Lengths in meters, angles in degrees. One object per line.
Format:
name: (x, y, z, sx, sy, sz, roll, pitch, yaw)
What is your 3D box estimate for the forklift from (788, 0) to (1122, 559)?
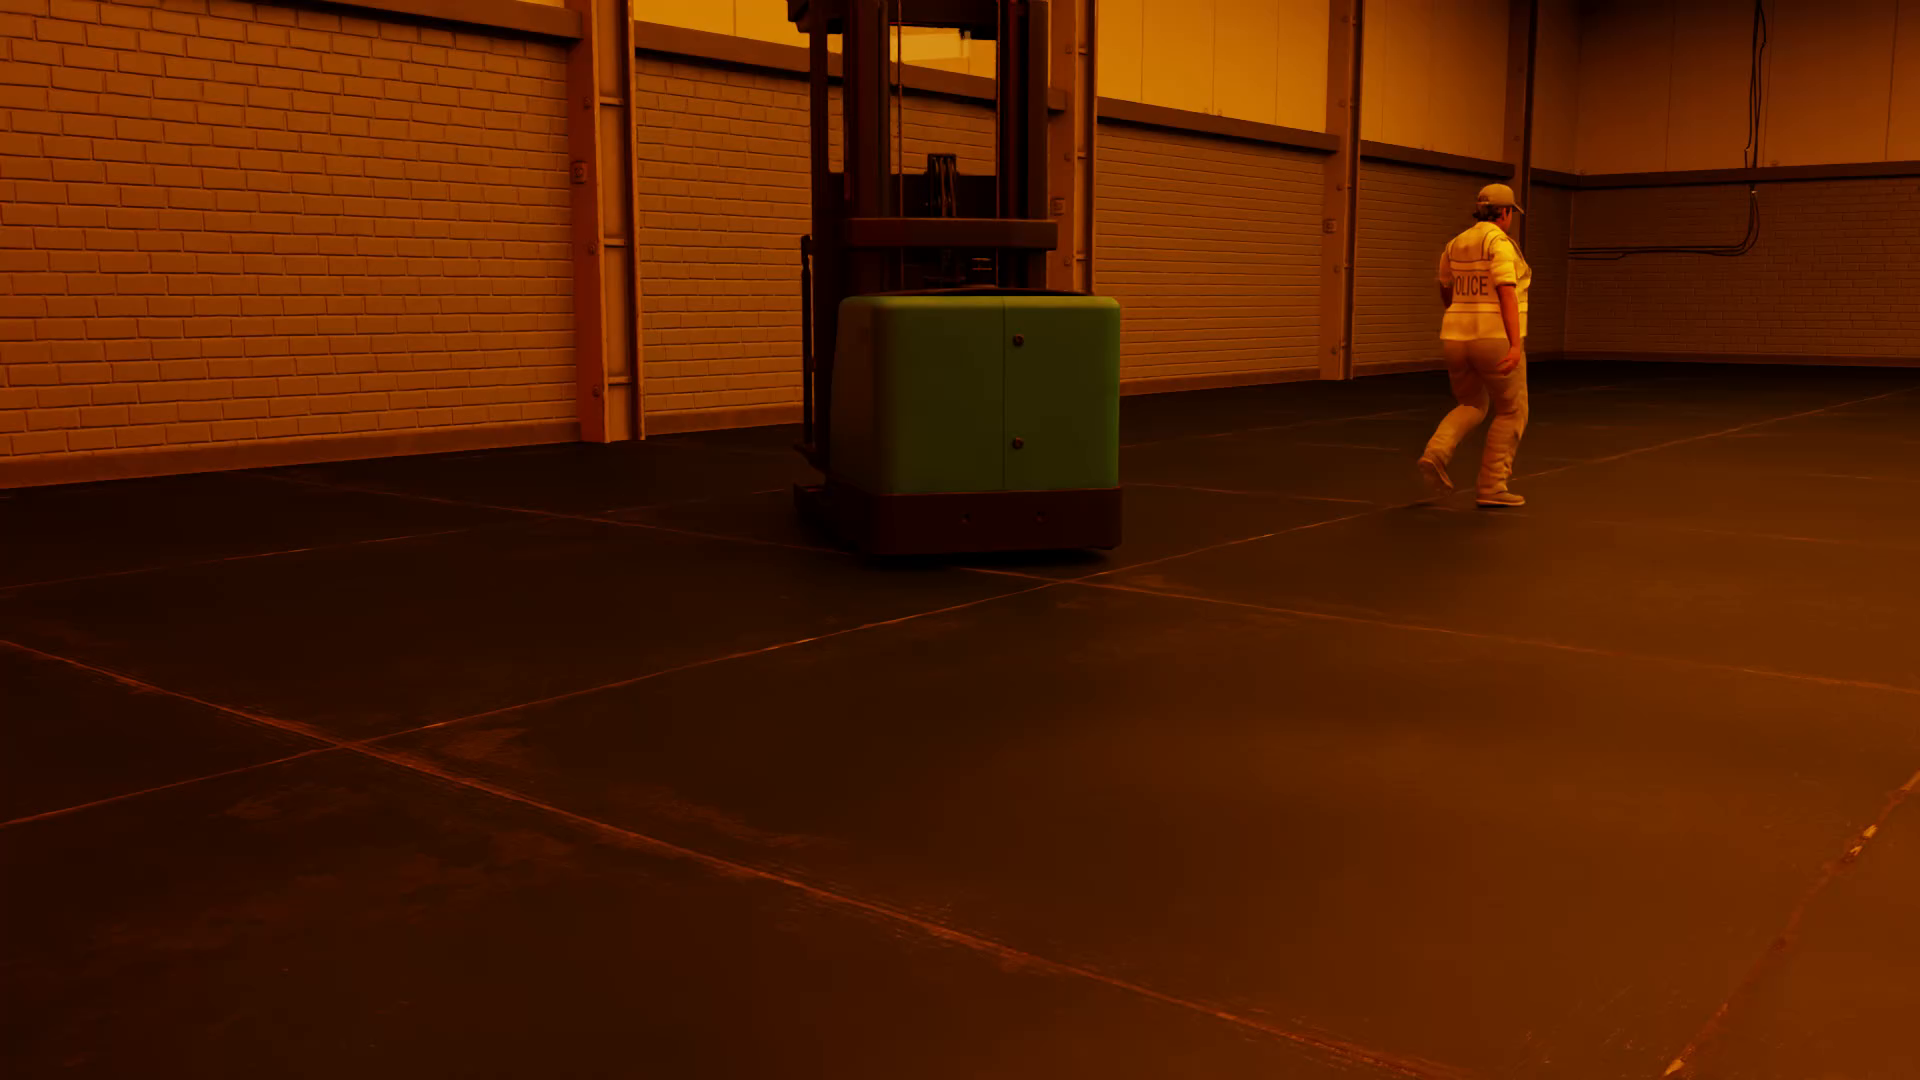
forklift: (-0.198, -1.547, 7.855, 1.130, 2.935, 3.031, -2, 9, -14)

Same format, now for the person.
person: (2.675, -0.993, 8.538, 0.511, 1.647, 0.689, -4, 9, -28)
